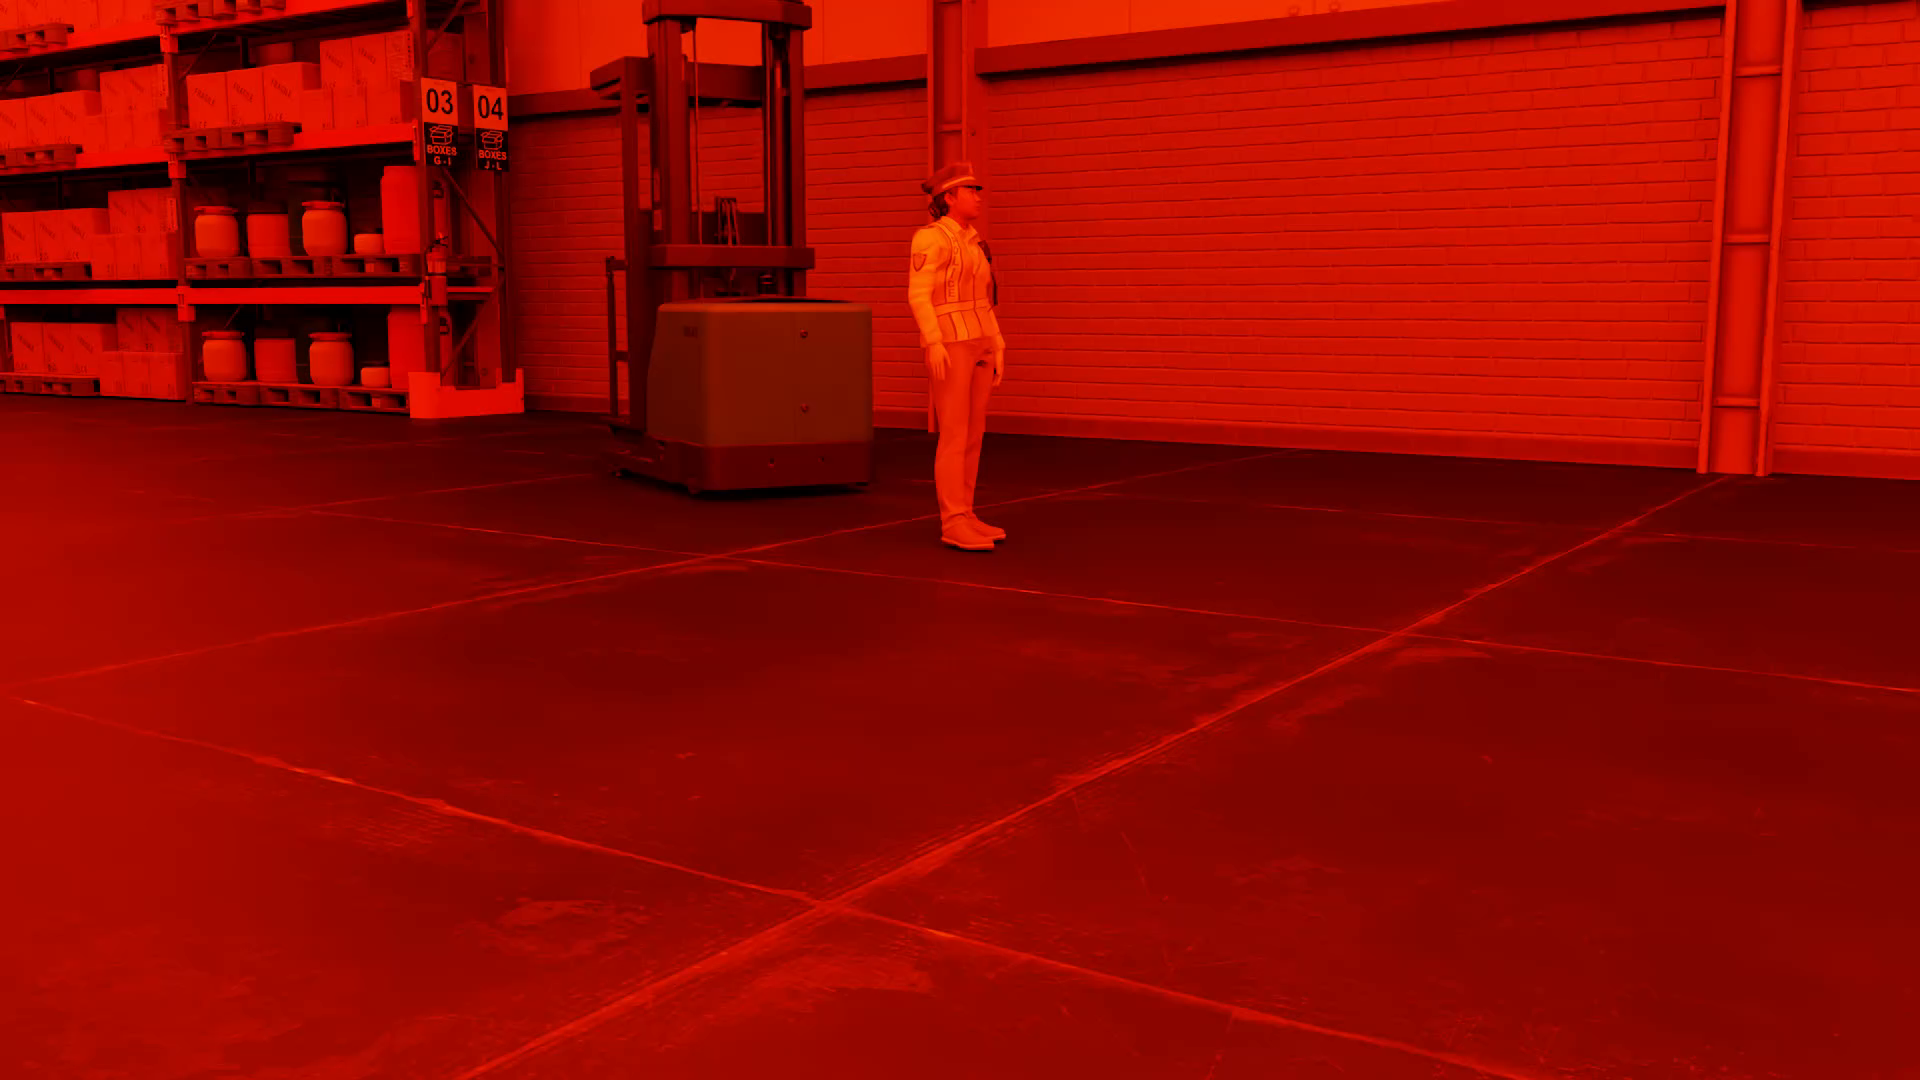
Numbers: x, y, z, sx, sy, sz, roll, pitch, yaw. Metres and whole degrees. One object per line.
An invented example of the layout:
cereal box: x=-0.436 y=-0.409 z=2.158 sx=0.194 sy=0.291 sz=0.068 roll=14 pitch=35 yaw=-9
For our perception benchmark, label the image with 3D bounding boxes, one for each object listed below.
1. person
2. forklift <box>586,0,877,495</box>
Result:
person: x=0.053 y=-0.840 z=7.440 sx=0.532 sy=1.694 sz=0.586 roll=5 pitch=10 yaw=34
forklift: x=-1.613 y=-1.866 z=10.312 sx=1.130 sy=2.935 sz=3.031 roll=-4 pitch=9 yaw=-28
